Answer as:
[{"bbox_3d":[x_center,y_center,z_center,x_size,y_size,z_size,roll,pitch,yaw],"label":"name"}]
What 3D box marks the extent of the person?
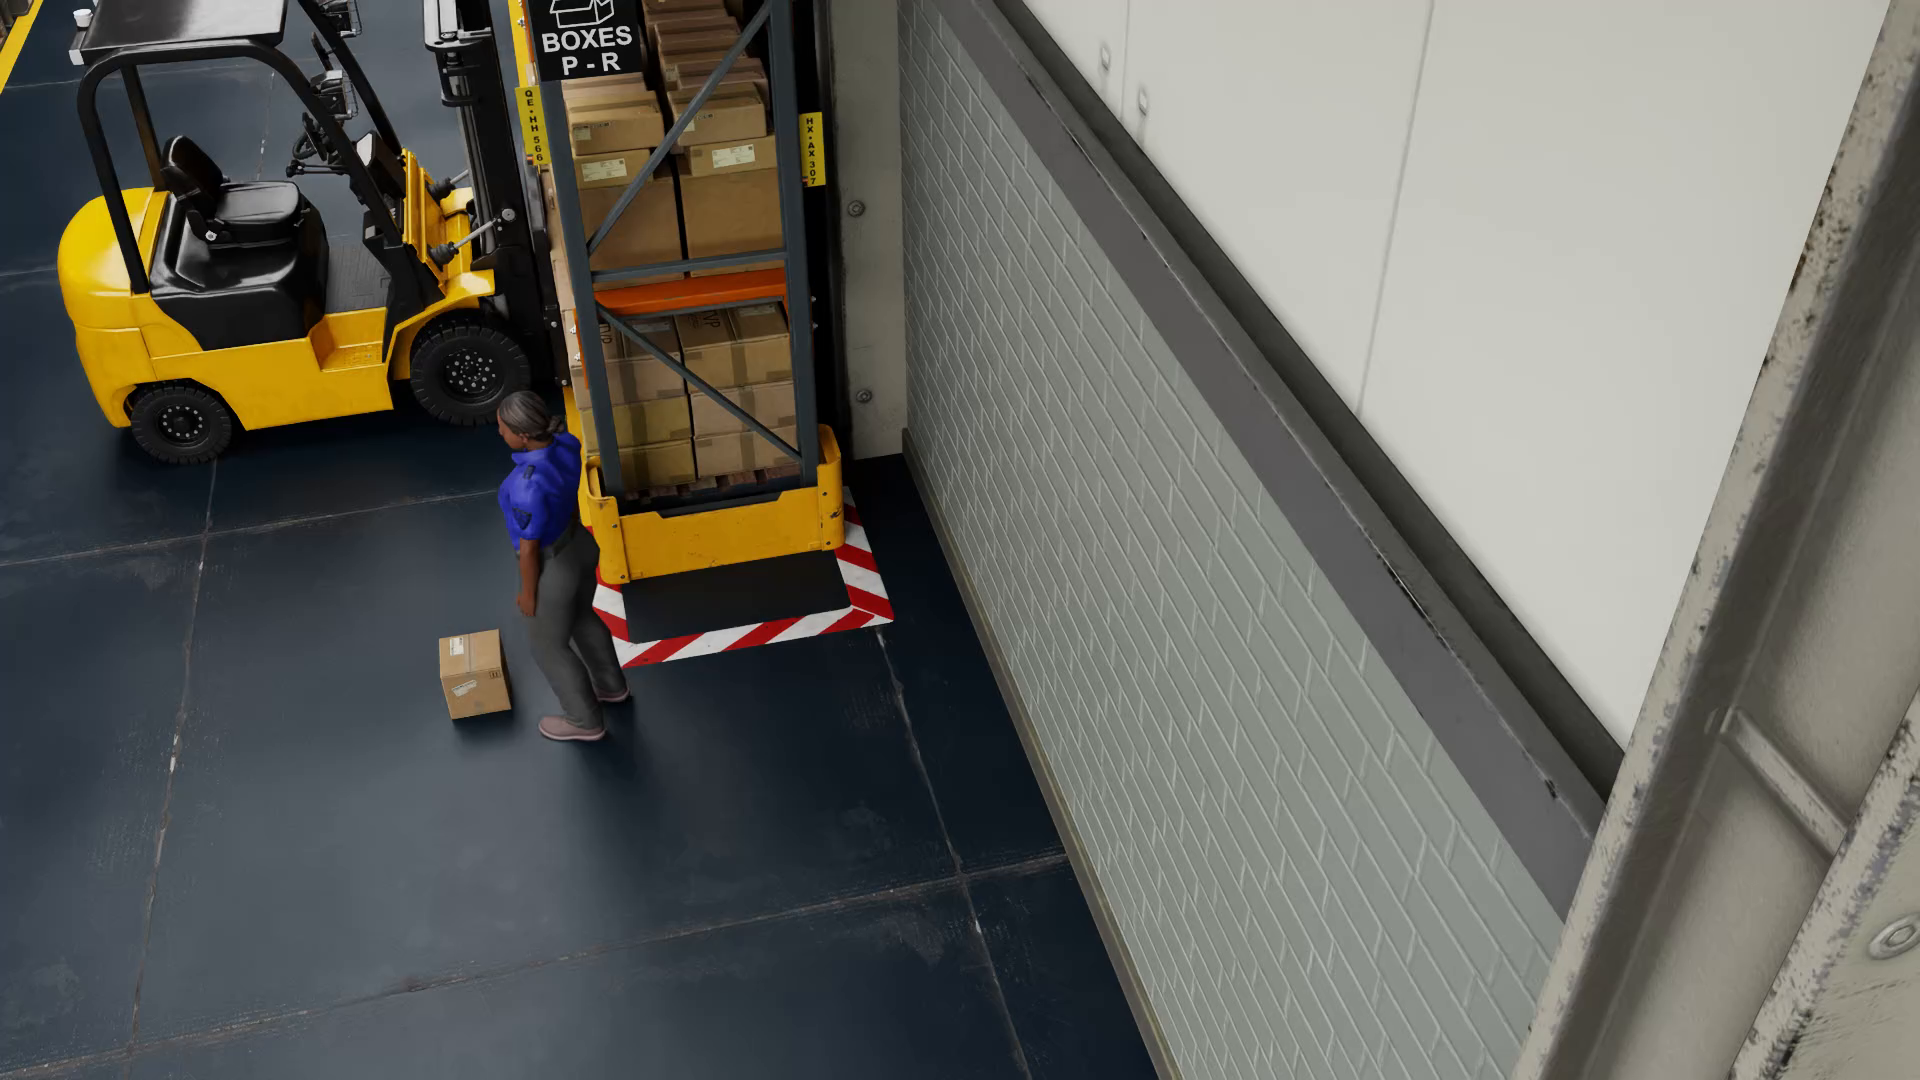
[{"bbox_3d":[-1.609,0.114,6.588,0.301,1.664,0.438,9,39,11],"label":"person"}]
